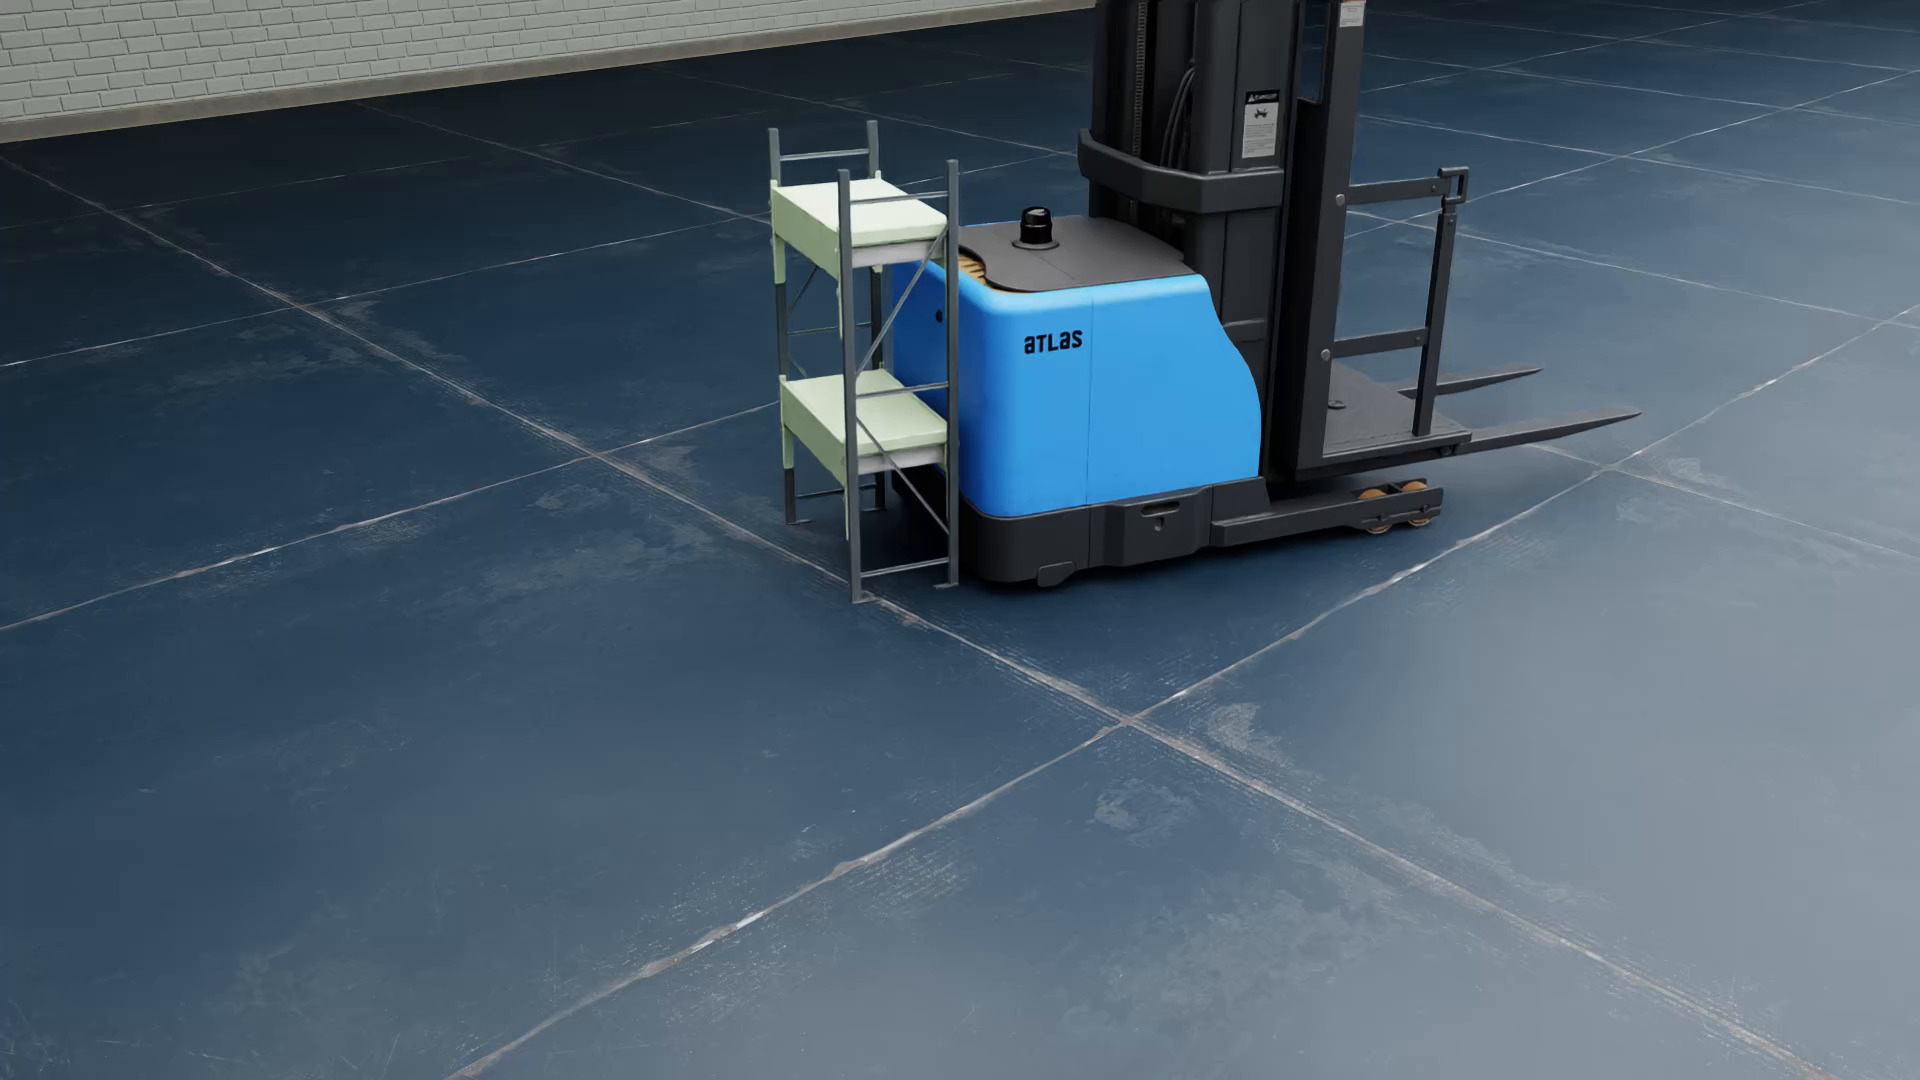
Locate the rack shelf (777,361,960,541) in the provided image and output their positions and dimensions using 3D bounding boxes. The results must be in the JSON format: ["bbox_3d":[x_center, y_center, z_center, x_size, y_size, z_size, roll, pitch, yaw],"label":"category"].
[{"bbox_3d":[-0.336,-0.335,5.963,0.431,0.370,0.720,-10,26,-21],"label":"rack shelf"}]

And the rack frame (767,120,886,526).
[{"bbox_3d":[-0.480,-0.772,6.134,0.400,1.500,0.023,-10,26,-21],"label":"rack frame"}]

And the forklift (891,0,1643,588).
[{"bbox_3d":[1.298,-1.548,6.111,3.031,2.935,1.130,-10,26,-20],"label":"forklift"}]

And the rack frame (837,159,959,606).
[{"bbox_3d":[-0.193,-0.492,5.522,0.400,1.500,0.023,-10,26,-21],"label":"rack frame"}]

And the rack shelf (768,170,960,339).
[{"bbox_3d":[-0.336,-0.987,5.666,0.431,0.370,0.720,-10,26,-21],"label":"rack shelf"}]

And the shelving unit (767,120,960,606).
[{"bbox_3d":[-0.336,-0.632,5.828,0.431,1.500,0.755,-10,26,-21],"label":"shelving unit"}]
